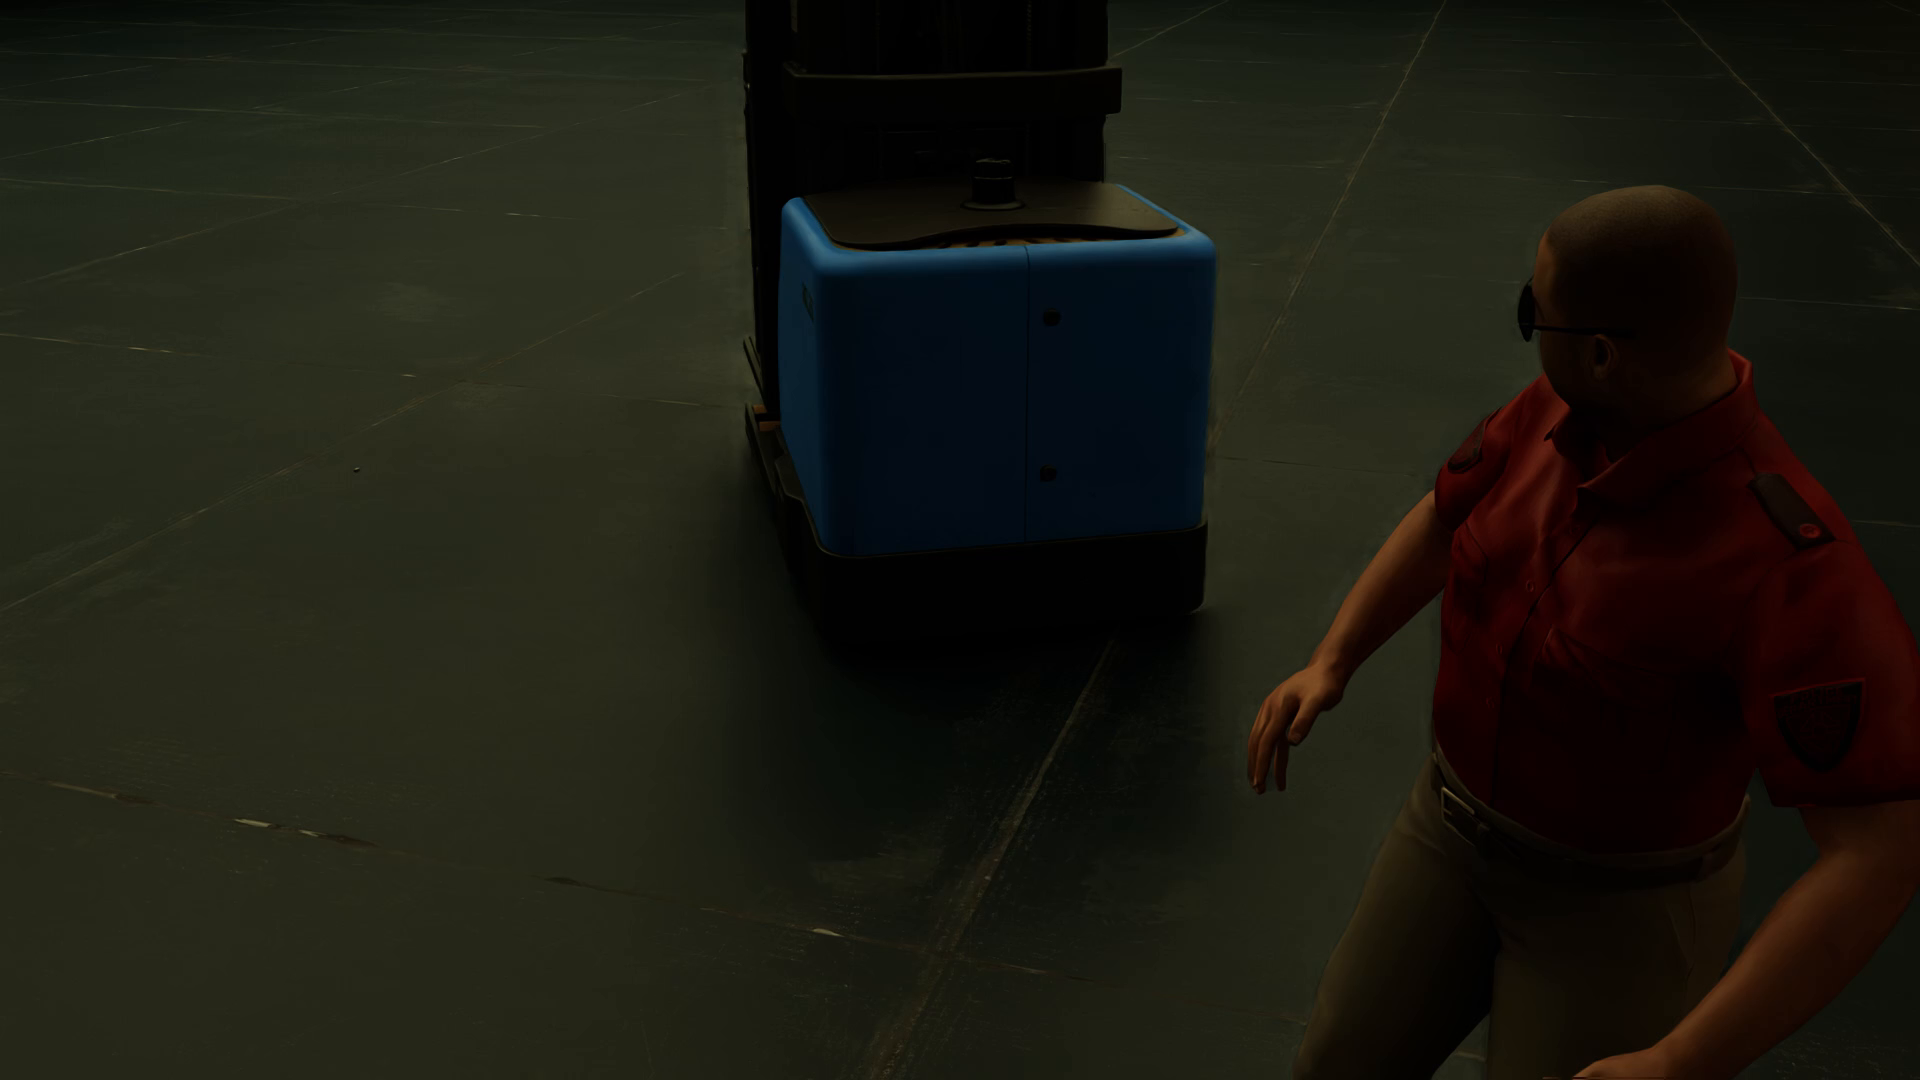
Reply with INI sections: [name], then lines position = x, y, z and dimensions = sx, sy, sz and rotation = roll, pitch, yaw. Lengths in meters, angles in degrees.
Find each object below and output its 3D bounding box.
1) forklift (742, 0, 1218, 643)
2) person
[forklift]
position = -0.146, -1.620, 5.204
dimensions = 1.130, 2.935, 3.031
rotation = -5, 23, -11
[person]
position = 0.671, 0.431, 1.924
dimensions = 0.544, 1.679, 0.771
rotation = -11, 25, -25
